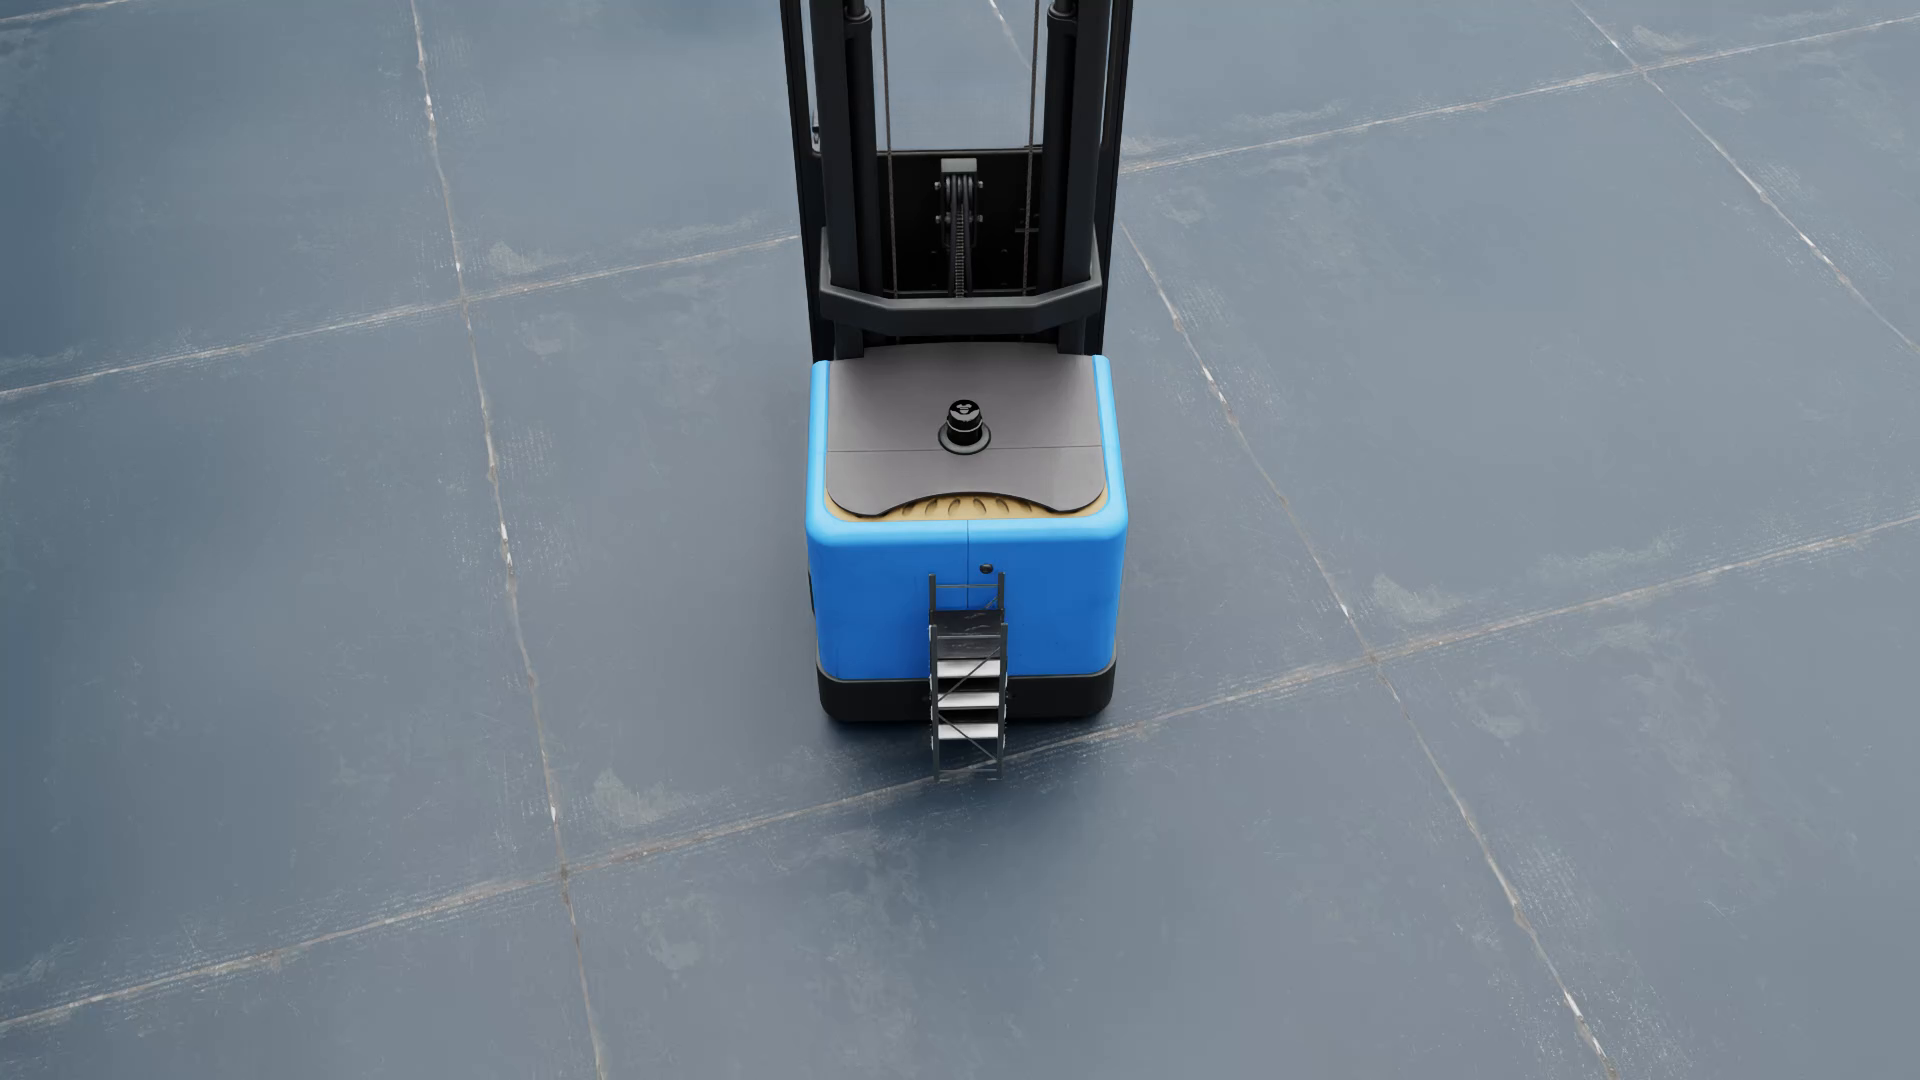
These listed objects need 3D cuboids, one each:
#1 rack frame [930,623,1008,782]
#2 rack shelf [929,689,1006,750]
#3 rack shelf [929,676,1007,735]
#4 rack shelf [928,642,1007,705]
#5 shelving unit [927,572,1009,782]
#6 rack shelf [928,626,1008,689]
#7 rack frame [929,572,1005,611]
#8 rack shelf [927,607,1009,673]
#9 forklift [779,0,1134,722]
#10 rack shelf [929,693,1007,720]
[{"bbox_3d":[0.028,0.553,5.485,0.240,0.900,0.006,-1,50,-1],"label":"rack frame"},{"bbox_3d":[0.025,0.612,5.714,0.258,0.077,0.200,-1,50,-1],"label":"rack shelf"},{"bbox_3d":[0.025,0.554,5.645,0.258,0.077,0.200,-1,50,-1],"label":"rack shelf"},{"bbox_3d":[0.025,0.438,5.507,0.258,0.077,0.200,-1,50,-1],"label":"rack shelf"},{"bbox_3d":[0.025,0.475,5.551,0.258,0.900,0.210,-1,50,-1],"label":"shelving unit"},{"bbox_3d":[0.025,0.380,5.439,0.258,0.077,0.200,-1,50,-1],"label":"rack shelf"},{"bbox_3d":[0.022,0.397,5.616,0.240,0.900,0.006,-1,50,-1],"label":"rack frame"},{"bbox_3d":[0.025,0.322,5.370,0.258,0.077,0.200,-1,50,-1],"label":"rack shelf"},{"bbox_3d":[-0.018,-1.420,5.820,1.130,2.935,3.031,-1,50,-1],"label":"forklift"},{"bbox_3d":[0.025,0.496,5.576,0.258,0.077,0.200,-1,50,-1],"label":"rack shelf"}]
